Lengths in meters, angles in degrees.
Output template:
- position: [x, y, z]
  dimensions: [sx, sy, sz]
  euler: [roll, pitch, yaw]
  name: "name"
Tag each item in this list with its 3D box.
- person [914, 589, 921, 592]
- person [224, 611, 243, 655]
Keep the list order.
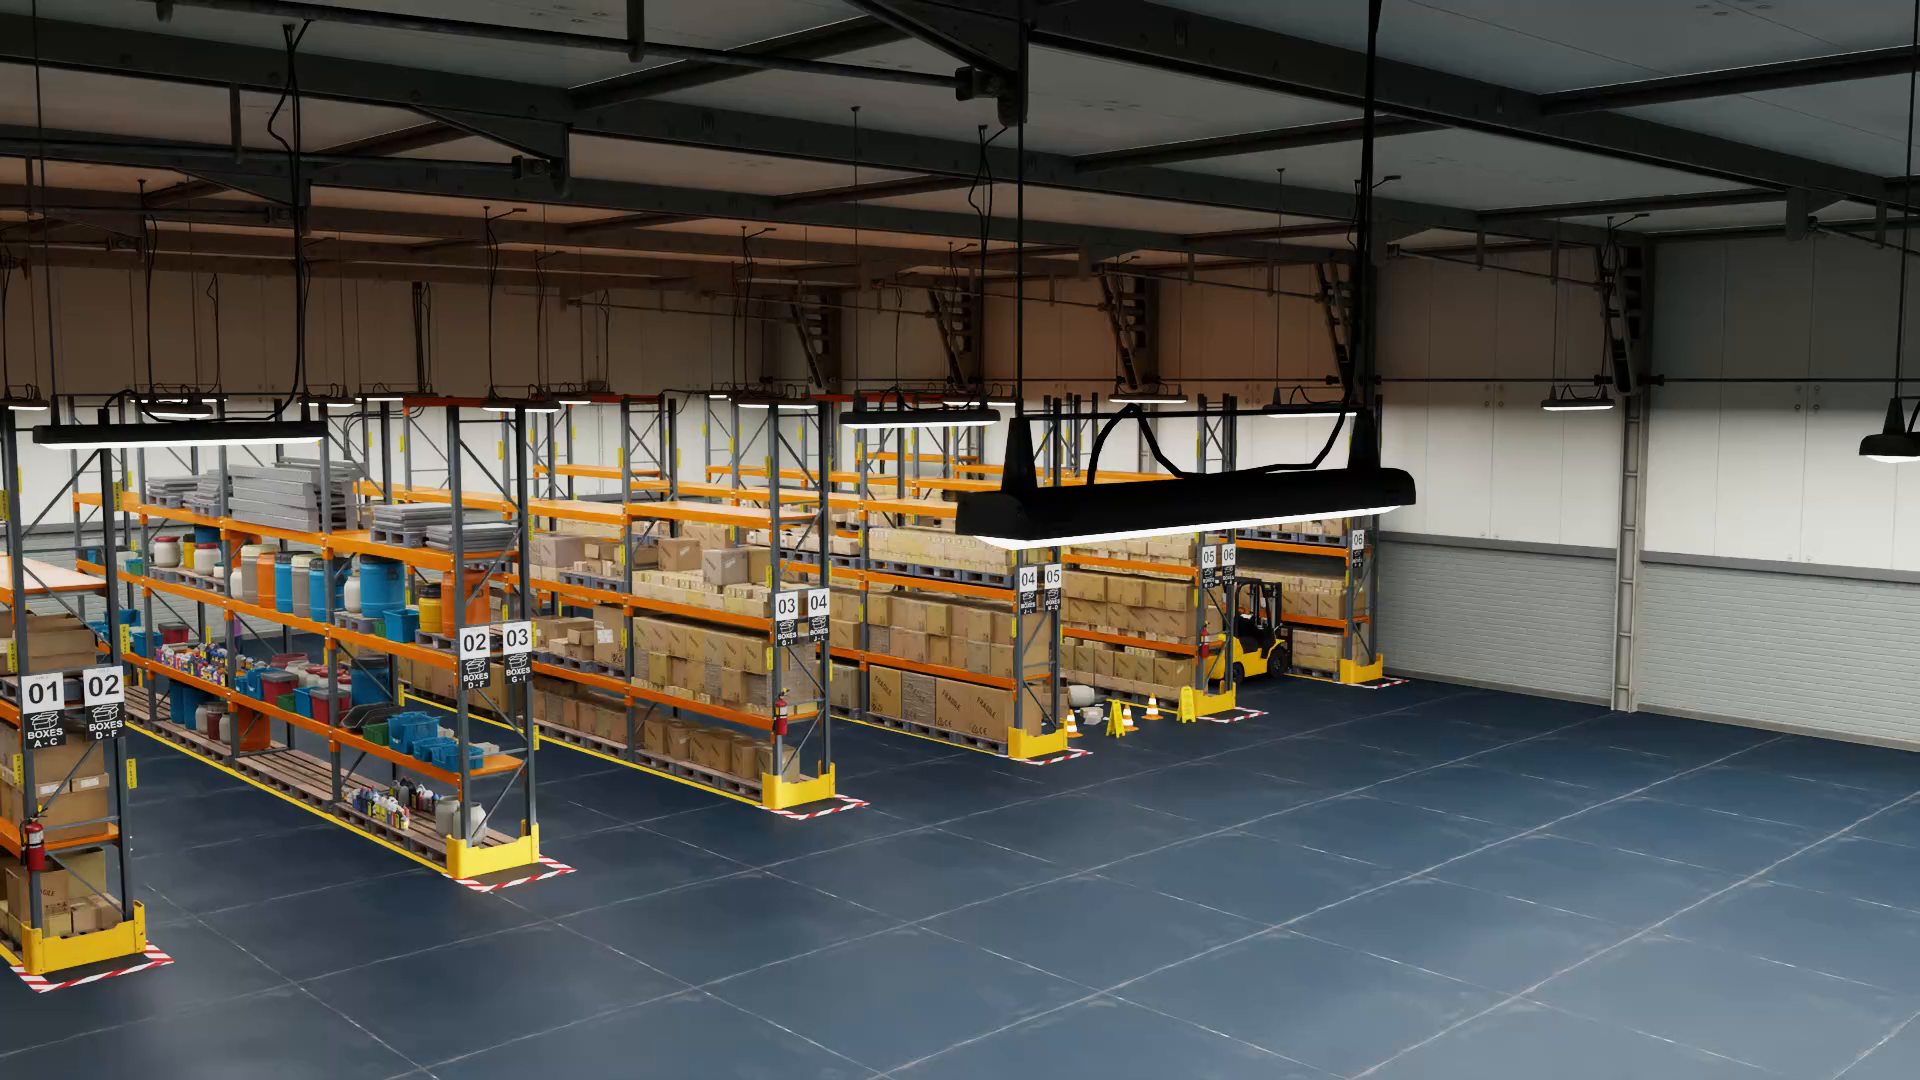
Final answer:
- position: [-0.725, 1.837, 35.112]
  dimensions: [0.600, 1.661, 0.483]
  euler: [-1, 6, -6]
  name: "person"
- position: [-15.696, 2.075, 35.841]
  dimensions: [0.649, 1.587, 0.405]
  euler: [4, 7, 36]
  name: "person"
